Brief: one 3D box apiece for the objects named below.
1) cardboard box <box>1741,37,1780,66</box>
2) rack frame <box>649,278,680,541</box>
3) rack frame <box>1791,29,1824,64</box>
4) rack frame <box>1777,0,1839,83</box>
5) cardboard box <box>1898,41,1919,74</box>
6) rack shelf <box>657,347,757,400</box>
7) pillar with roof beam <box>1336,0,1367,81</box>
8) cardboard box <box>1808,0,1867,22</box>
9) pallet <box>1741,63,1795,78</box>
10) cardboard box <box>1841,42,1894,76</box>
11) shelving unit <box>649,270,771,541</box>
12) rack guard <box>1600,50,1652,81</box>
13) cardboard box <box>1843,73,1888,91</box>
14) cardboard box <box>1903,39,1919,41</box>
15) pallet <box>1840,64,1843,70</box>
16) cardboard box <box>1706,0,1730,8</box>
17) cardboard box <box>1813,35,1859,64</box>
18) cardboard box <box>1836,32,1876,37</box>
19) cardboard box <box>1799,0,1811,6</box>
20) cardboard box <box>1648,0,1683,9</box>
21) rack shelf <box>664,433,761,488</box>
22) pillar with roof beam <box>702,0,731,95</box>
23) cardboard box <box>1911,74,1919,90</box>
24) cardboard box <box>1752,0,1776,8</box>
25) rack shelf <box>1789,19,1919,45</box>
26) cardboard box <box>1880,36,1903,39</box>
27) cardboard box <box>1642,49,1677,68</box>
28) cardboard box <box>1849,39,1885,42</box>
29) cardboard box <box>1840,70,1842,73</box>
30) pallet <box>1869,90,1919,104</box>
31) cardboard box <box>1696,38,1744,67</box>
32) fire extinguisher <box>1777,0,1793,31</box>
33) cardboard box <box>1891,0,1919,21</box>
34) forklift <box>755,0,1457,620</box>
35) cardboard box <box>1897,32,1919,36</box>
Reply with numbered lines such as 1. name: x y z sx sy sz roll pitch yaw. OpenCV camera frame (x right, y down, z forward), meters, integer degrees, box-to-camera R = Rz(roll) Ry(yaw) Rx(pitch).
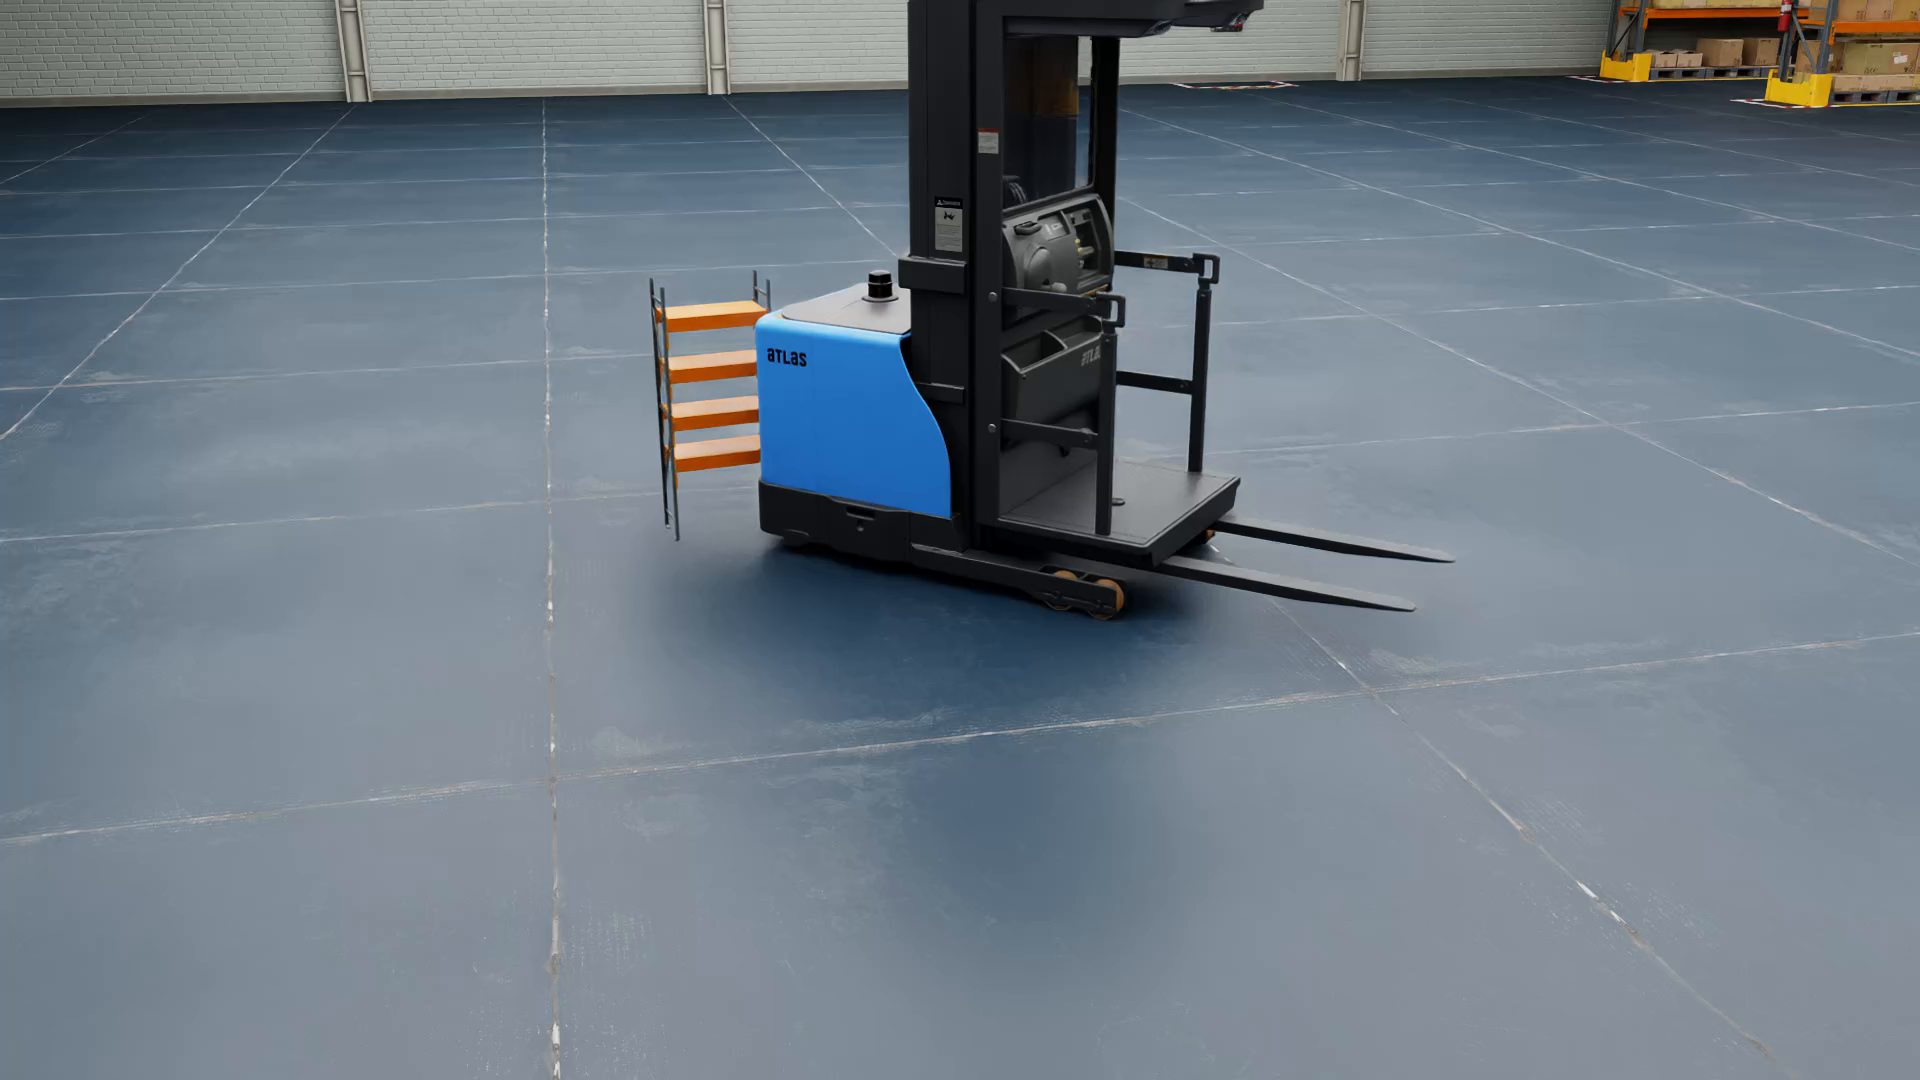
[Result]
1. cardboard box: 15.680 -9.600 32.655 0.500 0.500 0.500 -6 21 -17
2. rack frame: -1.368 -0.597 7.701 0.015 1.200 0.240 -8 22 -21
3. rack frame: 16.681 -10.663 32.562 0.127 3.000 1.000 -5 21 -12
4. rack frame: 13.931 -8.688 27.172 0.127 3.000 1.000 -5 21 -12
5. cardboard box: 15.965 -8.032 27.678 0.500 0.500 0.500 -5 21 -12
6. rack shelf: -1.143 -0.777 7.736 0.480 0.148 0.258 -8 22 -21
7. pillar with roof beam: 8.422 -11.592 26.377 0.400 9.000 9.100 -5 21 -12
8. cardboard box: 14.389 -8.768 27.244 0.500 0.500 0.700 -5 21 -12
9. pallet: 16.035 -9.288 32.864 1.213 0.211 1.003 -5 21 -12
10. cardboard box: 14.991 -7.955 27.466 0.500 0.500 0.500 -5 21 -12
11. shelving unit: -1.143 -0.630 7.790 0.503 1.200 0.258 -8 22 -21
12. rack guard: 12.862 -9.178 32.144 0.348 0.500 1.175 -5 21 -12
13. cardboard box: 14.990 -7.603 27.596 0.500 0.250 0.500 -5 21 -12
14. cardboard box: 16.328 -8.252 28.277 0.500 0.500 0.500 -5 21 -12
15. pallet: 17.438 -9.415 33.211 1.213 0.211 1.003 -5 21 -12
16. cardboard box: 14.335 -10.302 31.765 0.500 0.250 0.500 -5 21 -13
17. cardboard box: 17.393 -9.759 33.090 0.500 0.500 0.700 -4 20 -11
18. cardboard box: 17.821 -10.147 33.059 0.500 0.250 0.500 -5 21 -14
19. cardboard box: 16.289 -10.463 32.205 0.500 0.250 0.500 -5 21 -12
20. cardboard box: 13.336 -10.217 31.535 0.500 0.250 0.500 -5 21 -14
21. rack shelf: -1.143 -0.380 7.881 0.480 0.148 0.258 -8 22 -21
22. pillar with roof beam: -3.256 -10.642 23.784 0.400 9.000 9.100 -5 21 -12
23. cardboard box: 15.965 -7.680 27.807 0.500 0.250 0.500 -5 21 -12
24. cardboard box: 15.317 -10.381 31.982 0.500 0.250 0.500 -5 21 -13
25. rack shelf: 15.878 -8.509 27.727 4.000 0.370 1.077 -5 21 -12
26. cardboard box: 18.390 -9.844 33.321 0.500 0.500 0.700 -4 21 -12
27. cardboard box: 13.482 -9.315 32.151 0.500 0.311 0.500 -7 21 -19
28. cardboard box: 15.355 -8.172 28.061 0.500 0.500 0.500 -5 21 -12
29. cardboard box: 14.869 -7.779 28.077 0.500 0.250 0.500 -5 21 -12
30. pallet: 15.851 -7.549 28.115 1.213 0.211 1.003 -5 21 -12
31. cardboard box: 14.762 -9.490 32.355 0.500 0.500 0.700 -6 21 -16
32. fire extinguisher: 13.709 -8.798 27.584 0.183 0.674 0.296 -5 21 -12
33. cardboard box: 15.383 -8.848 27.463 0.500 0.500 0.700 -5 21 -12
34. forklift: 0.603 -1.253 6.974 3.031 2.935 1.130 11 23 28
35. cardboard box: 18.816 -10.223 33.266 0.500 0.250 0.500 -5 21 -13
